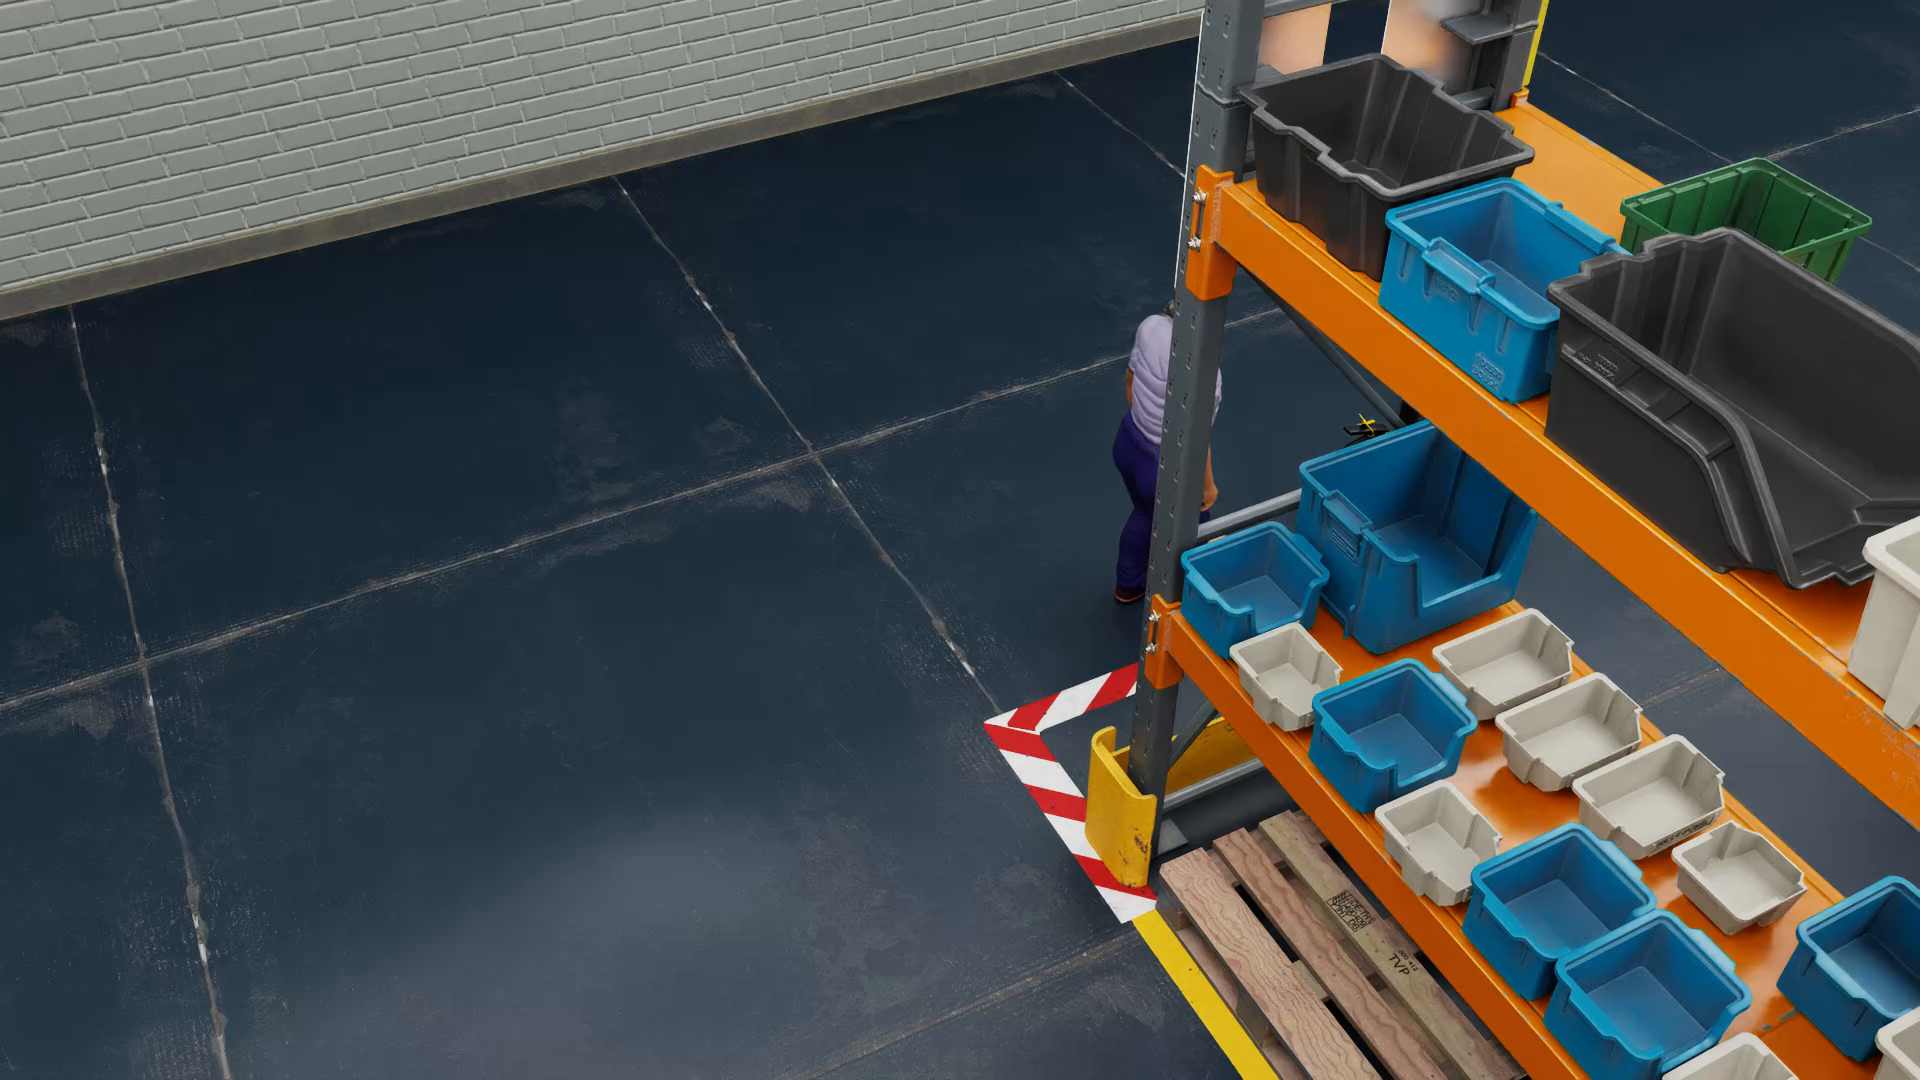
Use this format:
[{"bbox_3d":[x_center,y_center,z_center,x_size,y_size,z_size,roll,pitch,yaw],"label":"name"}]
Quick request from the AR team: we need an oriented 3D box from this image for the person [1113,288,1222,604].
[{"bbox_3d":[0.822,-0.317,6.523,0.367,1.651,0.551,-17,44,-18],"label":"person"}]
